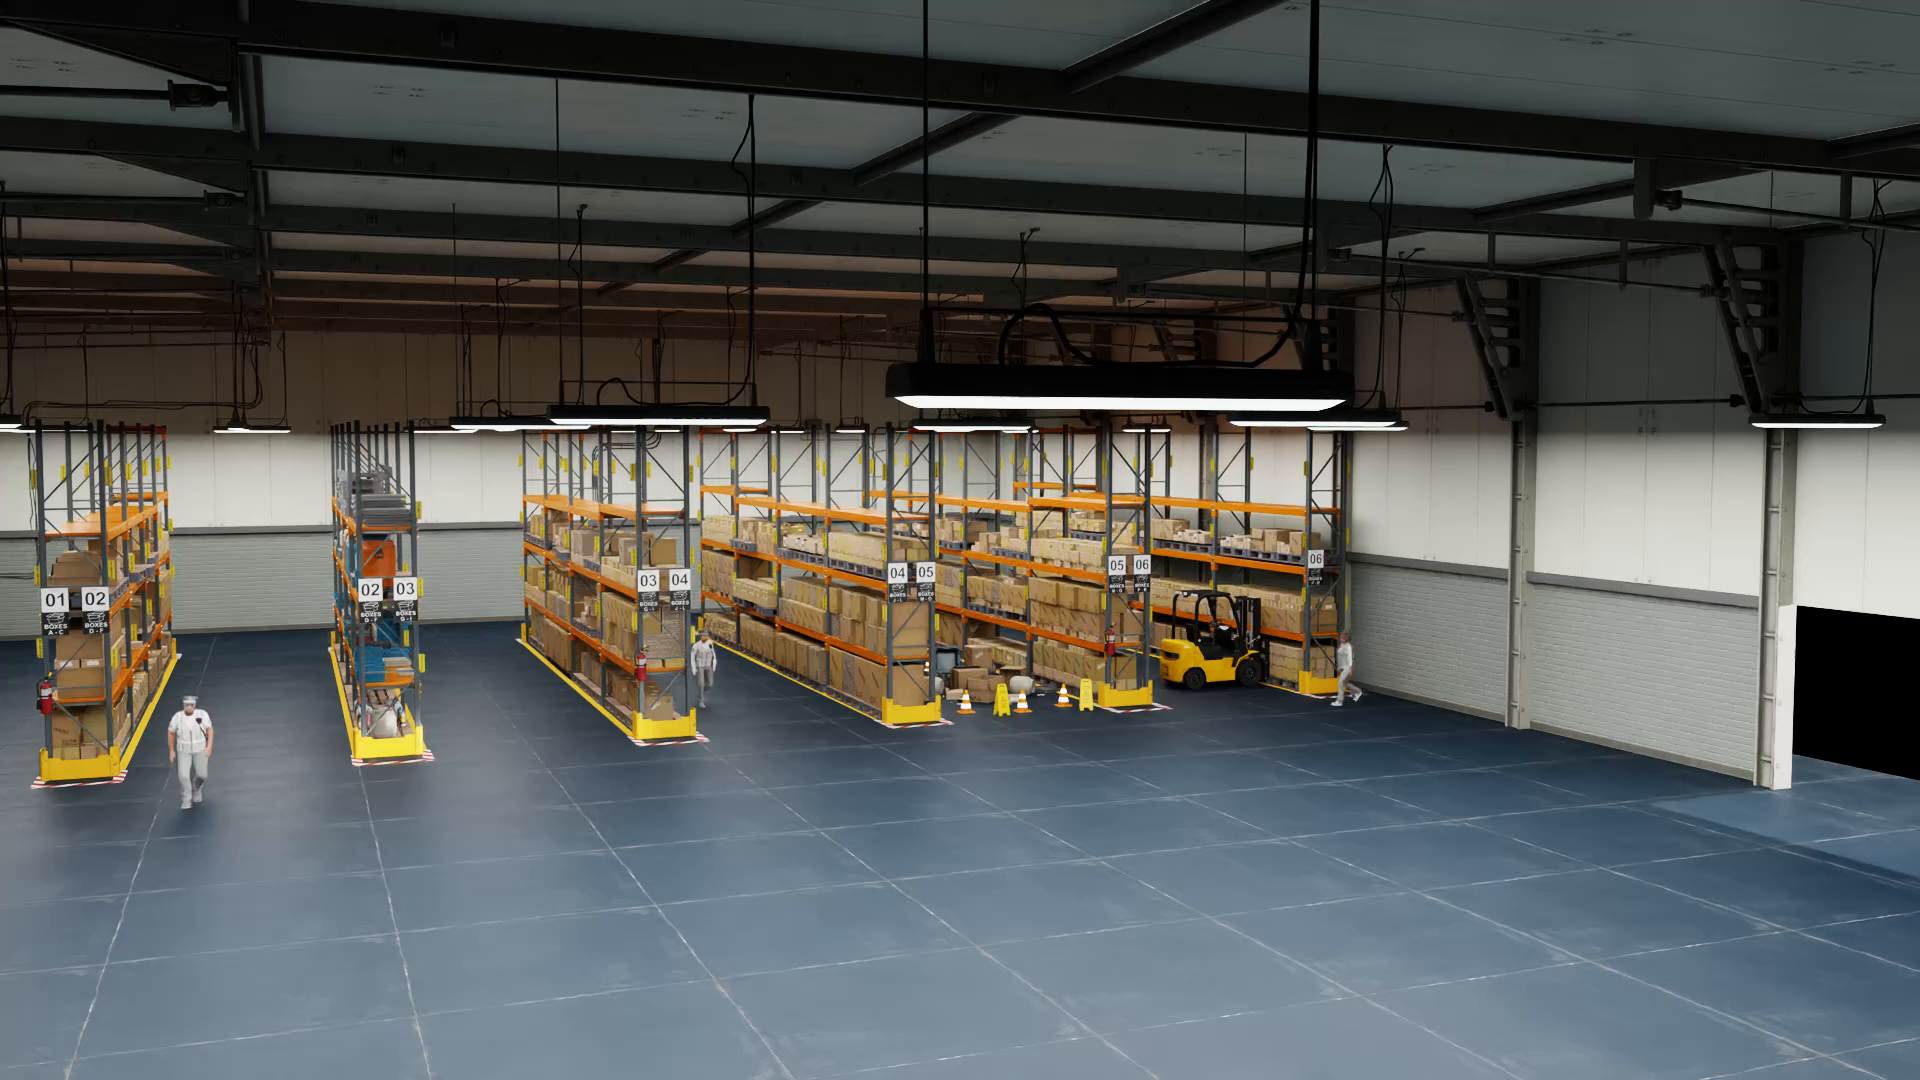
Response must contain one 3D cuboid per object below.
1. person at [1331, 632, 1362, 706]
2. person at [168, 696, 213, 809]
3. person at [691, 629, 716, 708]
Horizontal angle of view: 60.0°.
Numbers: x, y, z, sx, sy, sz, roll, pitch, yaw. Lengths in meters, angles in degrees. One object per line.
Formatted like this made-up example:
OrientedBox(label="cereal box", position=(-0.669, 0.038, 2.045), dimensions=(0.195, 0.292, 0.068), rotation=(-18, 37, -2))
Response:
OrientedBox(label="person", position=(8.230, 2.723, 35.263), dimensions=(0.847, 1.560, 0.415), rotation=(-1, 4, -20))
OrientedBox(label="person", position=(-11.931, 3.251, 25.790), dimensions=(0.636, 1.745, 0.624), rotation=(-2, 4, -24))
OrientedBox(label="person", position=(-5.474, 2.701, 35.307), dimensions=(0.583, 1.659, 0.529), rotation=(-2, 4, -32))
